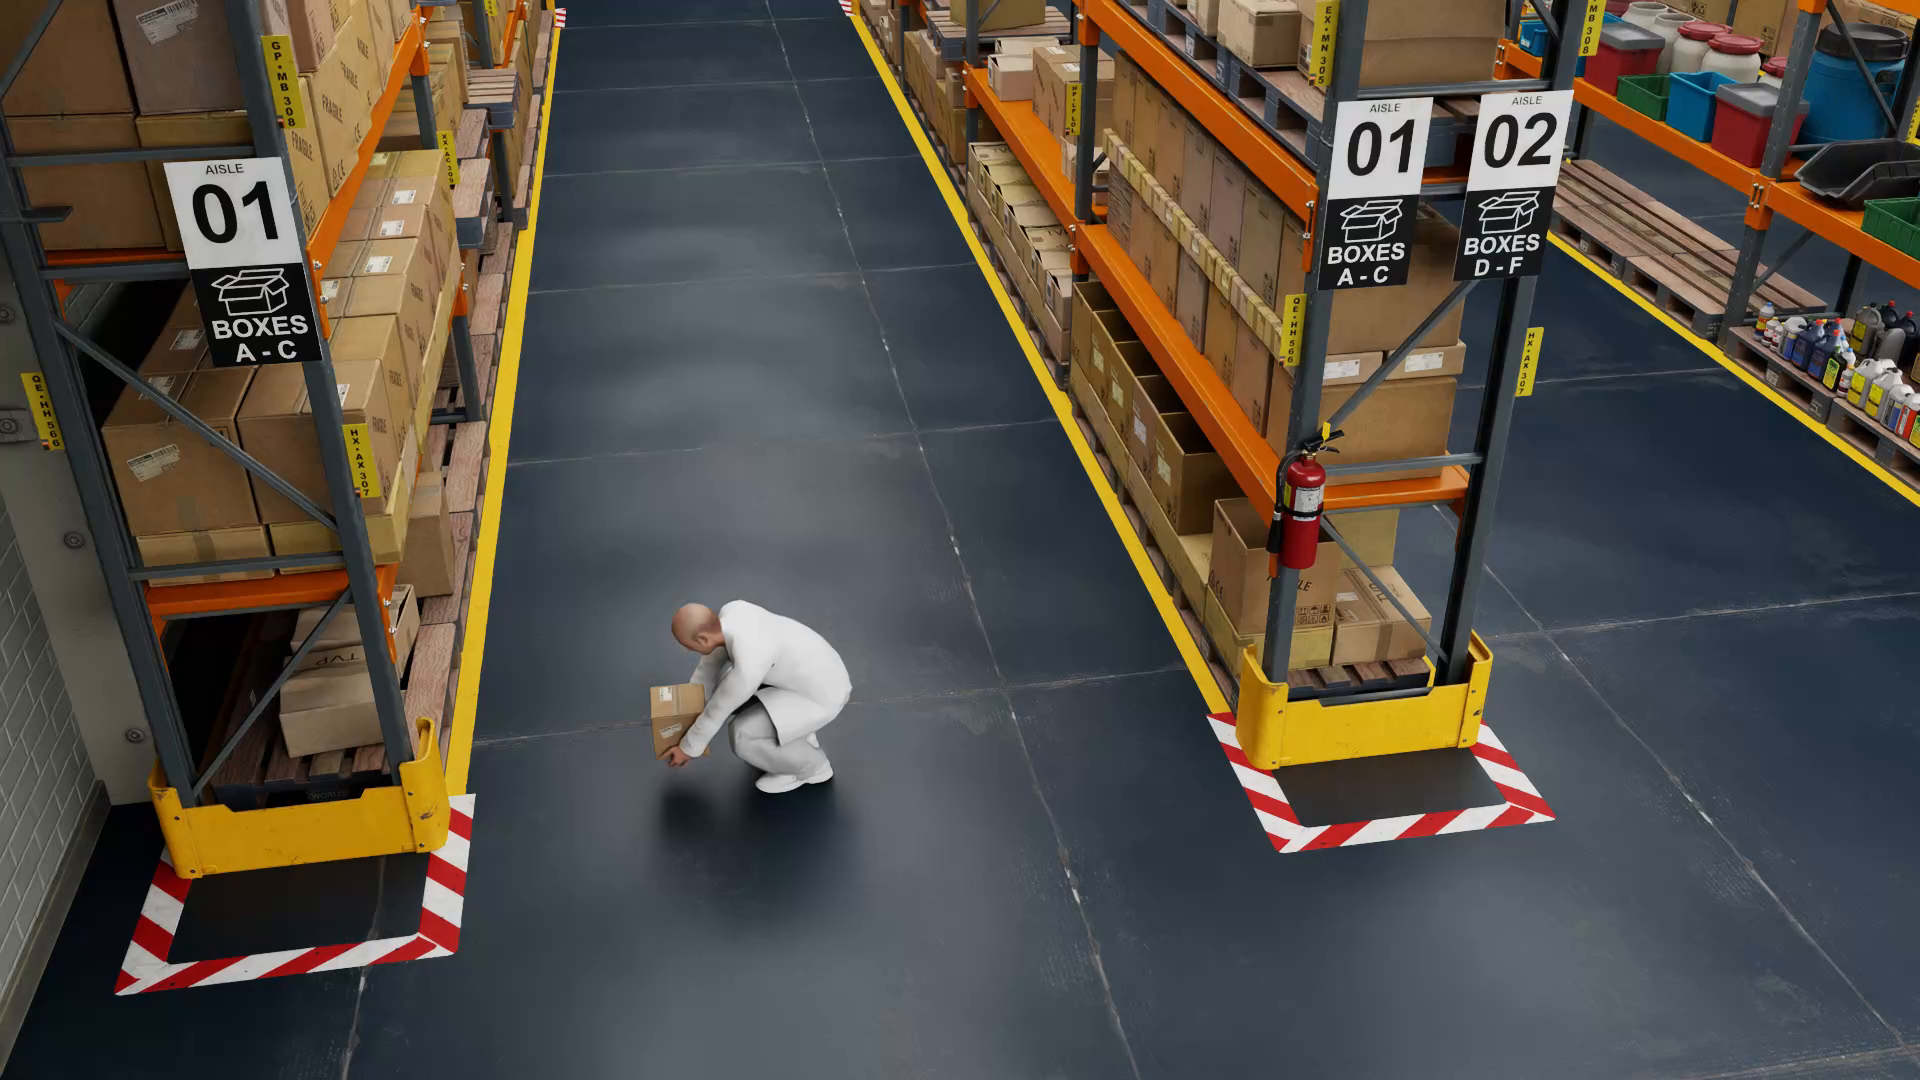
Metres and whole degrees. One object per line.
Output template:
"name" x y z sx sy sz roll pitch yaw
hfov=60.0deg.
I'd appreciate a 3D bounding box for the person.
"person" -0.967 0.683 7.778 0.922 0.987 0.579 -6 31 -10
